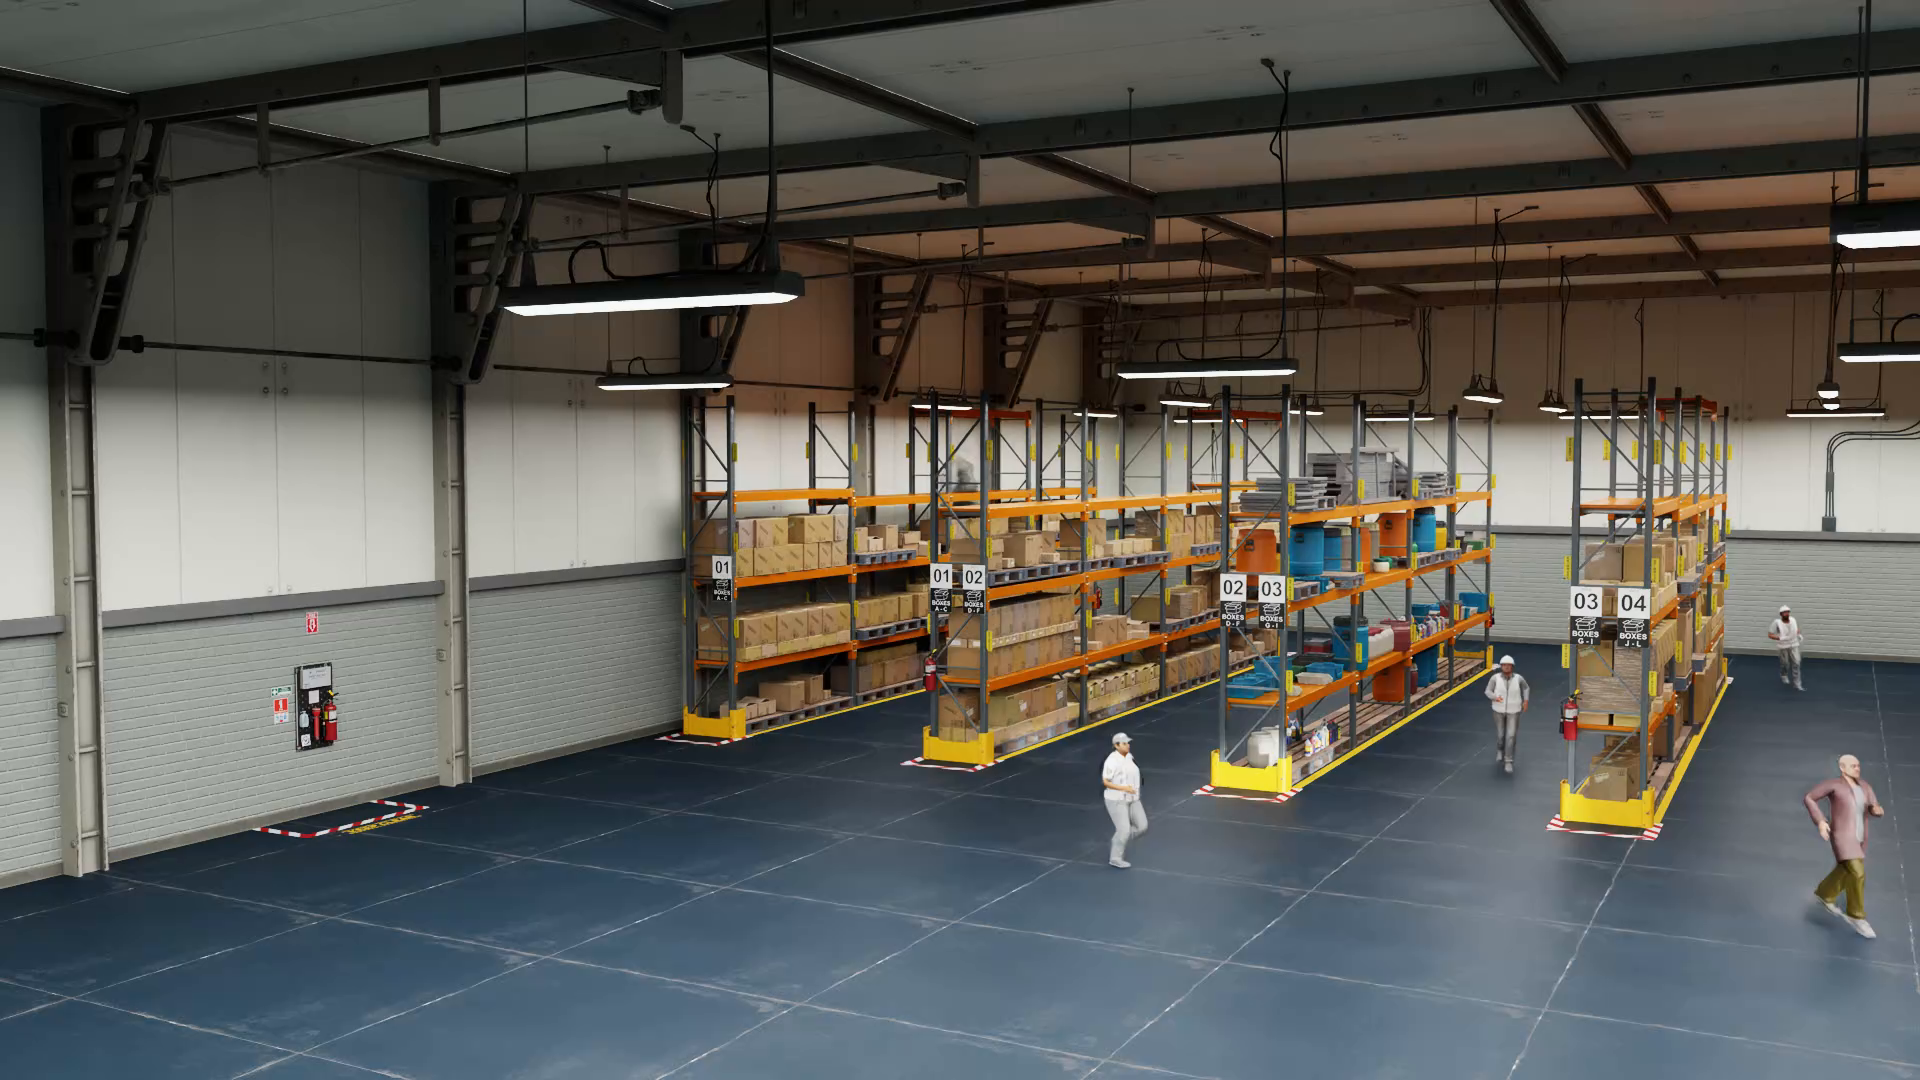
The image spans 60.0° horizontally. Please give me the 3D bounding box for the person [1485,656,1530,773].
[{"bbox_3d":[8.668,2.725,26.357,0.676,1.804,0.852,1,3,19],"label":"person"}]

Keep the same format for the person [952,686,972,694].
[{"bbox_3d":[0.056,2.610,30.240,0.580,1.596,0.701,1,3,25],"label":"person"}]

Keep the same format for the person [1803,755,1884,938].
[{"bbox_3d":[9.355,3.176,17.548,0.680,1.832,0.903,-1,3,-22],"label":"person"}]

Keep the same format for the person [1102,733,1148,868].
[{"bbox_3d":[1.994,3.132,20.030,0.557,1.621,0.598,3,4,45],"label":"person"}]

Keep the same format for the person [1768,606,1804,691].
[{"bbox_3d":[17.526,2.284,35.326,0.720,1.769,0.884,0,3,3],"label":"person"}]
